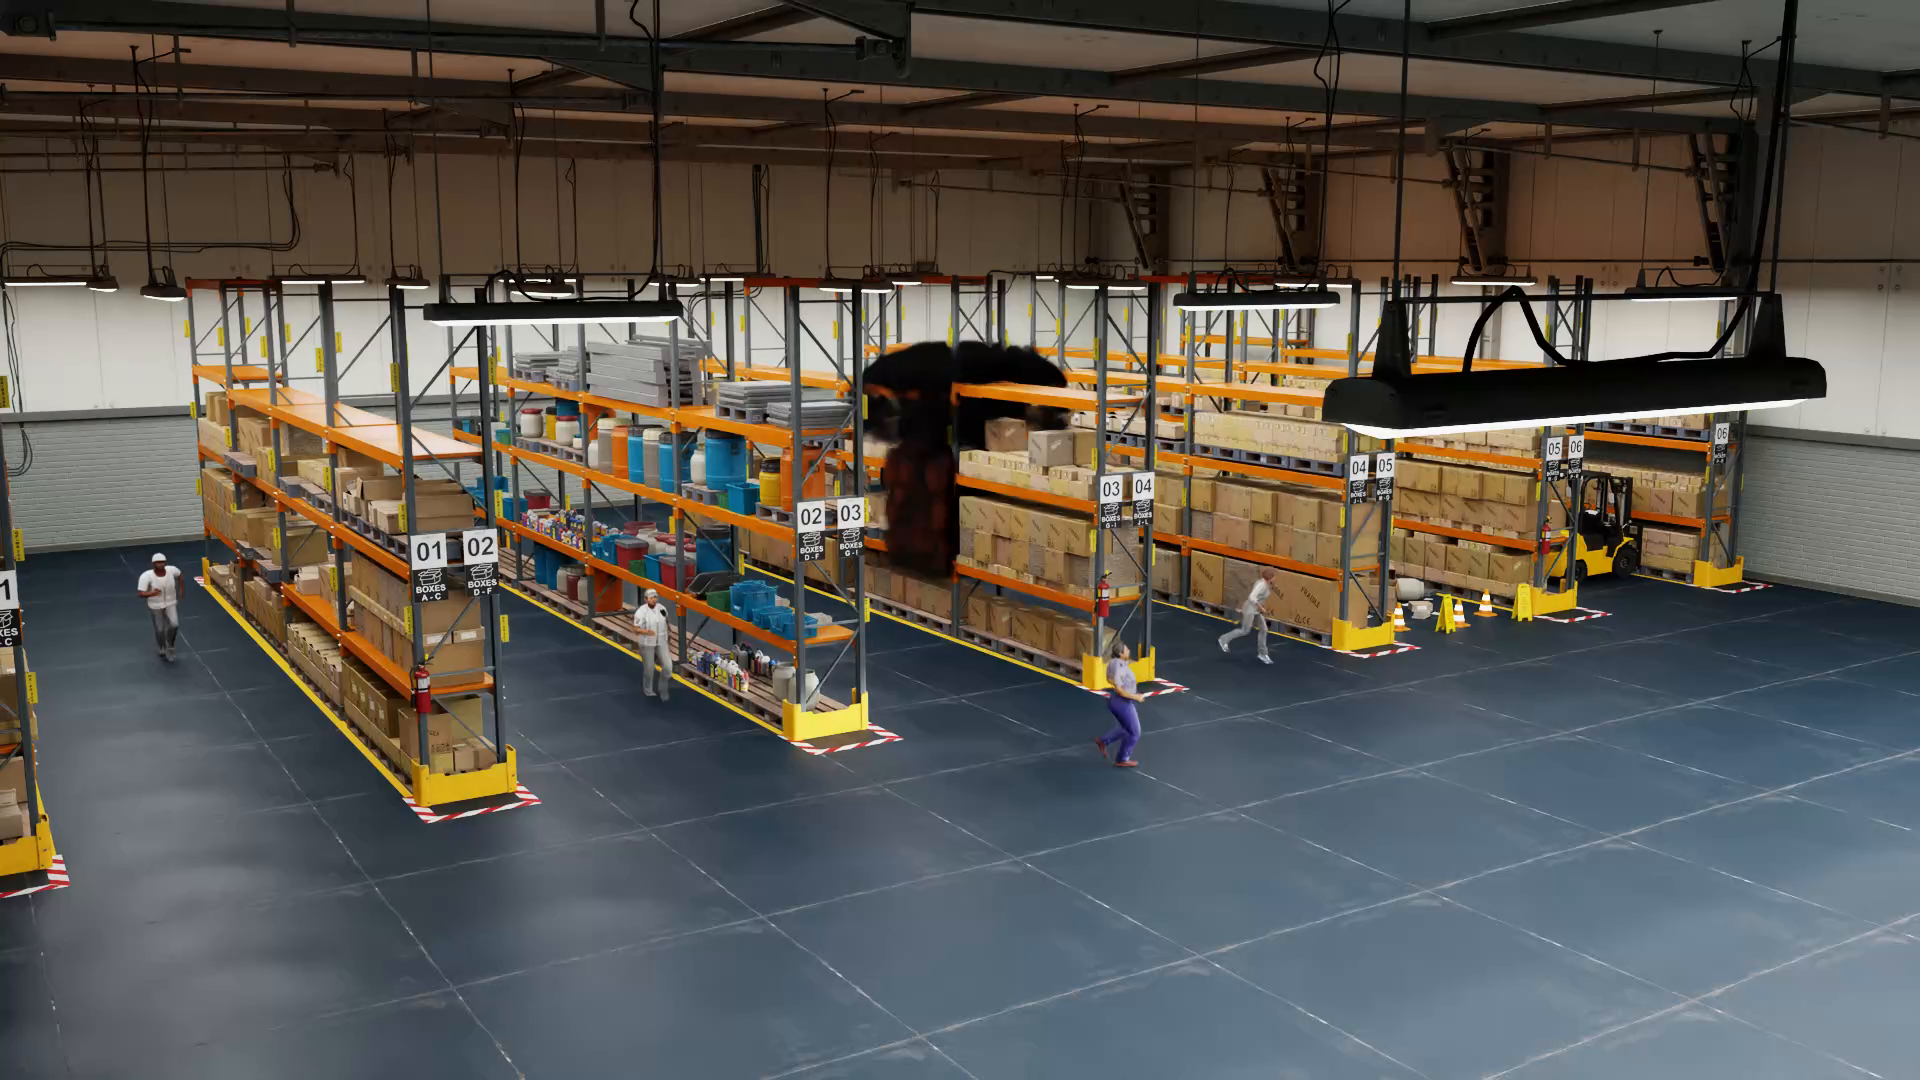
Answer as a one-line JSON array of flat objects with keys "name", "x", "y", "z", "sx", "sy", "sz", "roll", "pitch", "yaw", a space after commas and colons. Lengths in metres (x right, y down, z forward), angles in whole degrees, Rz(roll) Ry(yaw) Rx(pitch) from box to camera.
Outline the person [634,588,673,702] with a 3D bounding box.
[{"name": "person", "x": -4.413, "y": 1.528, "z": 24.024, "sx": 0.579, "sy": 1.685, "sz": 0.682, "roll": -5, "pitch": 11, "yaw": -28}]

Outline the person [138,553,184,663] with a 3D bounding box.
[{"name": "person", "x": -12.659, "y": 1.062, "z": 26.424, "sx": 0.730, "sy": 1.765, "sz": 0.817, "roll": -8, "pitch": 12, "yaw": -38}]

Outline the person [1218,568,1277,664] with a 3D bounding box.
[{"name": "person", "x": 4.581, "y": 1.180, "z": 26.531, "sx": 0.913, "sy": 1.547, "sz": 0.570, "roll": 4, "pitch": 10, "yaw": 21}]

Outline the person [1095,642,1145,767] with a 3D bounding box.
[{"name": "person", "x": 2.028, "y": 2.067, "z": 20.928, "sx": 0.538, "sy": 1.594, "sz": 0.605, "roll": -1, "pitch": 10, "yaw": -6}]
